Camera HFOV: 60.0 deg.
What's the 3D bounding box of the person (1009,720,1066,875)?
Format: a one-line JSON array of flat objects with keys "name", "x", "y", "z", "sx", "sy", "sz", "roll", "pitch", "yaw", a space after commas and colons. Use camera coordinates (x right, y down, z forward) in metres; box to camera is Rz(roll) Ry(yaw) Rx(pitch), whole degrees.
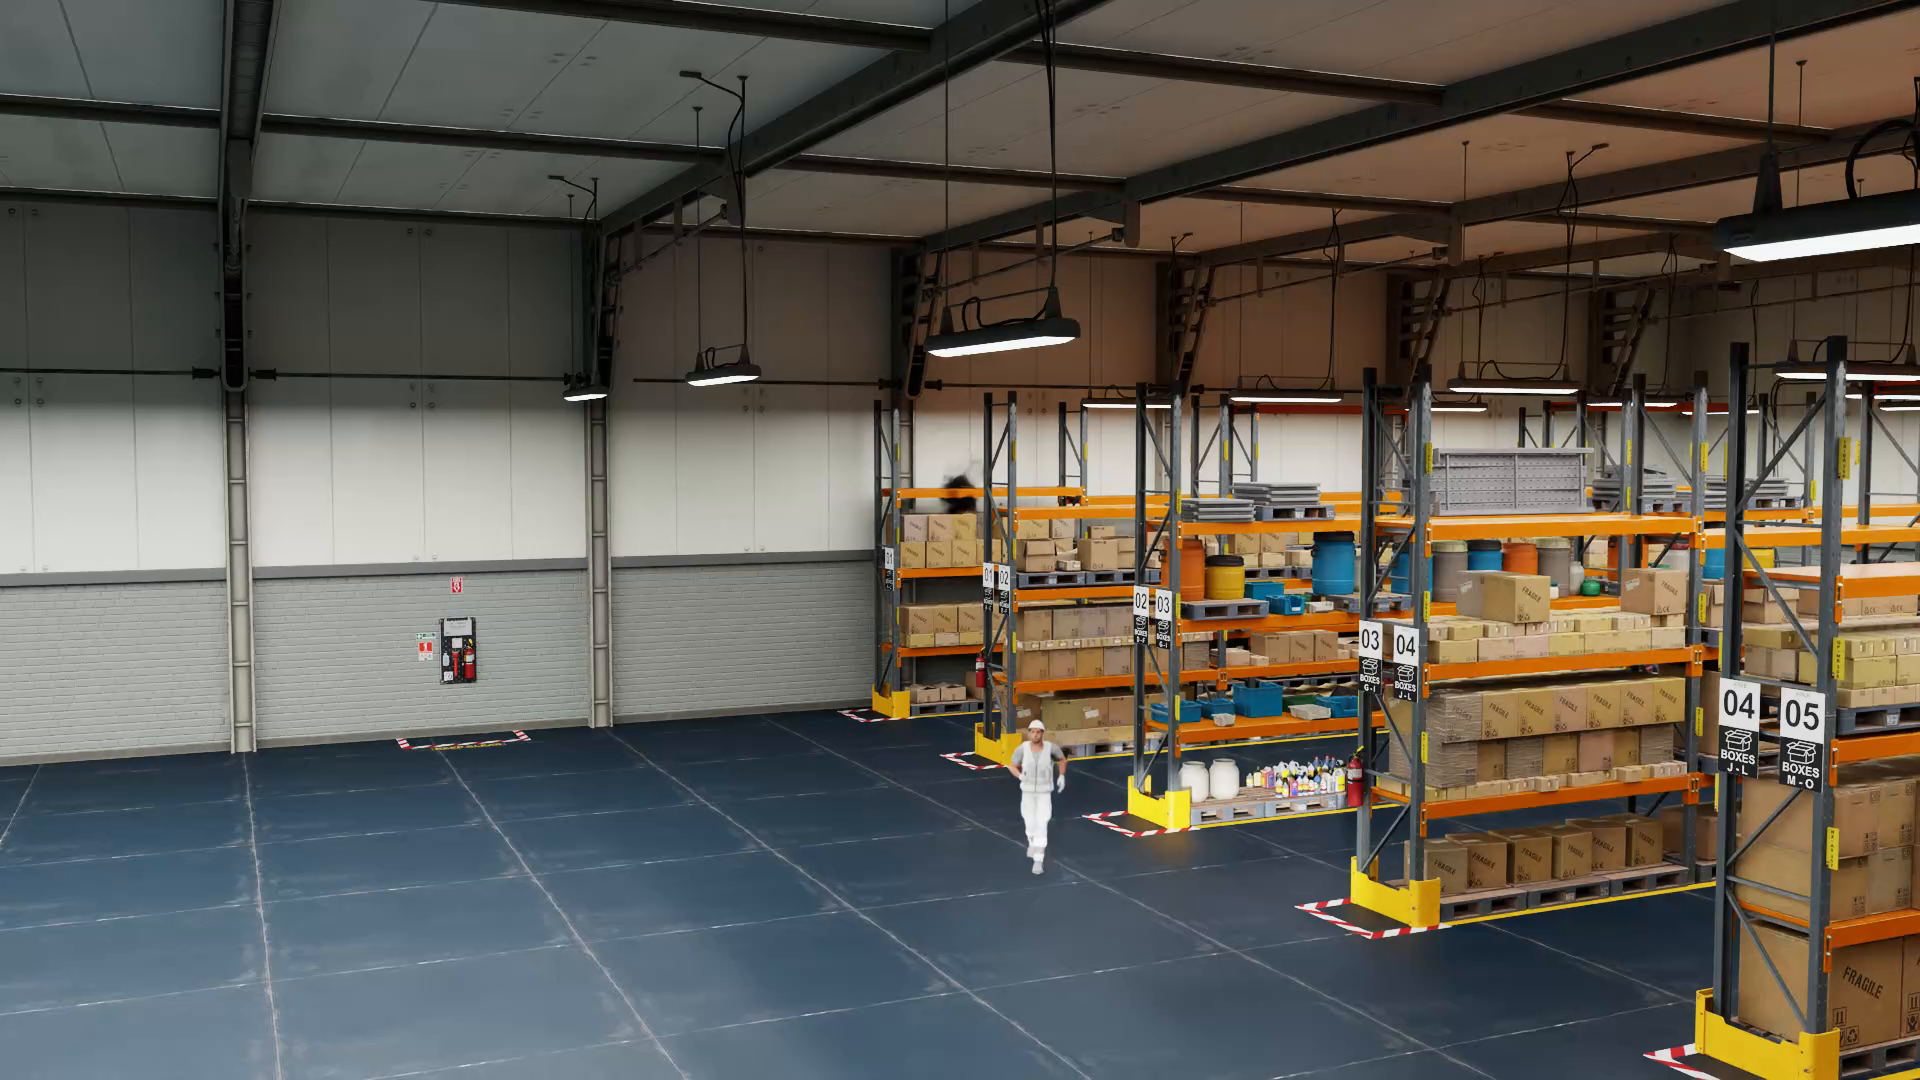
[{"name": "person", "x": 0.938, "y": 3.078, "z": 20.263, "sx": 0.675, "sy": 1.801, "sz": 0.887, "roll": 0, "pitch": 3, "yaw": 9}]
